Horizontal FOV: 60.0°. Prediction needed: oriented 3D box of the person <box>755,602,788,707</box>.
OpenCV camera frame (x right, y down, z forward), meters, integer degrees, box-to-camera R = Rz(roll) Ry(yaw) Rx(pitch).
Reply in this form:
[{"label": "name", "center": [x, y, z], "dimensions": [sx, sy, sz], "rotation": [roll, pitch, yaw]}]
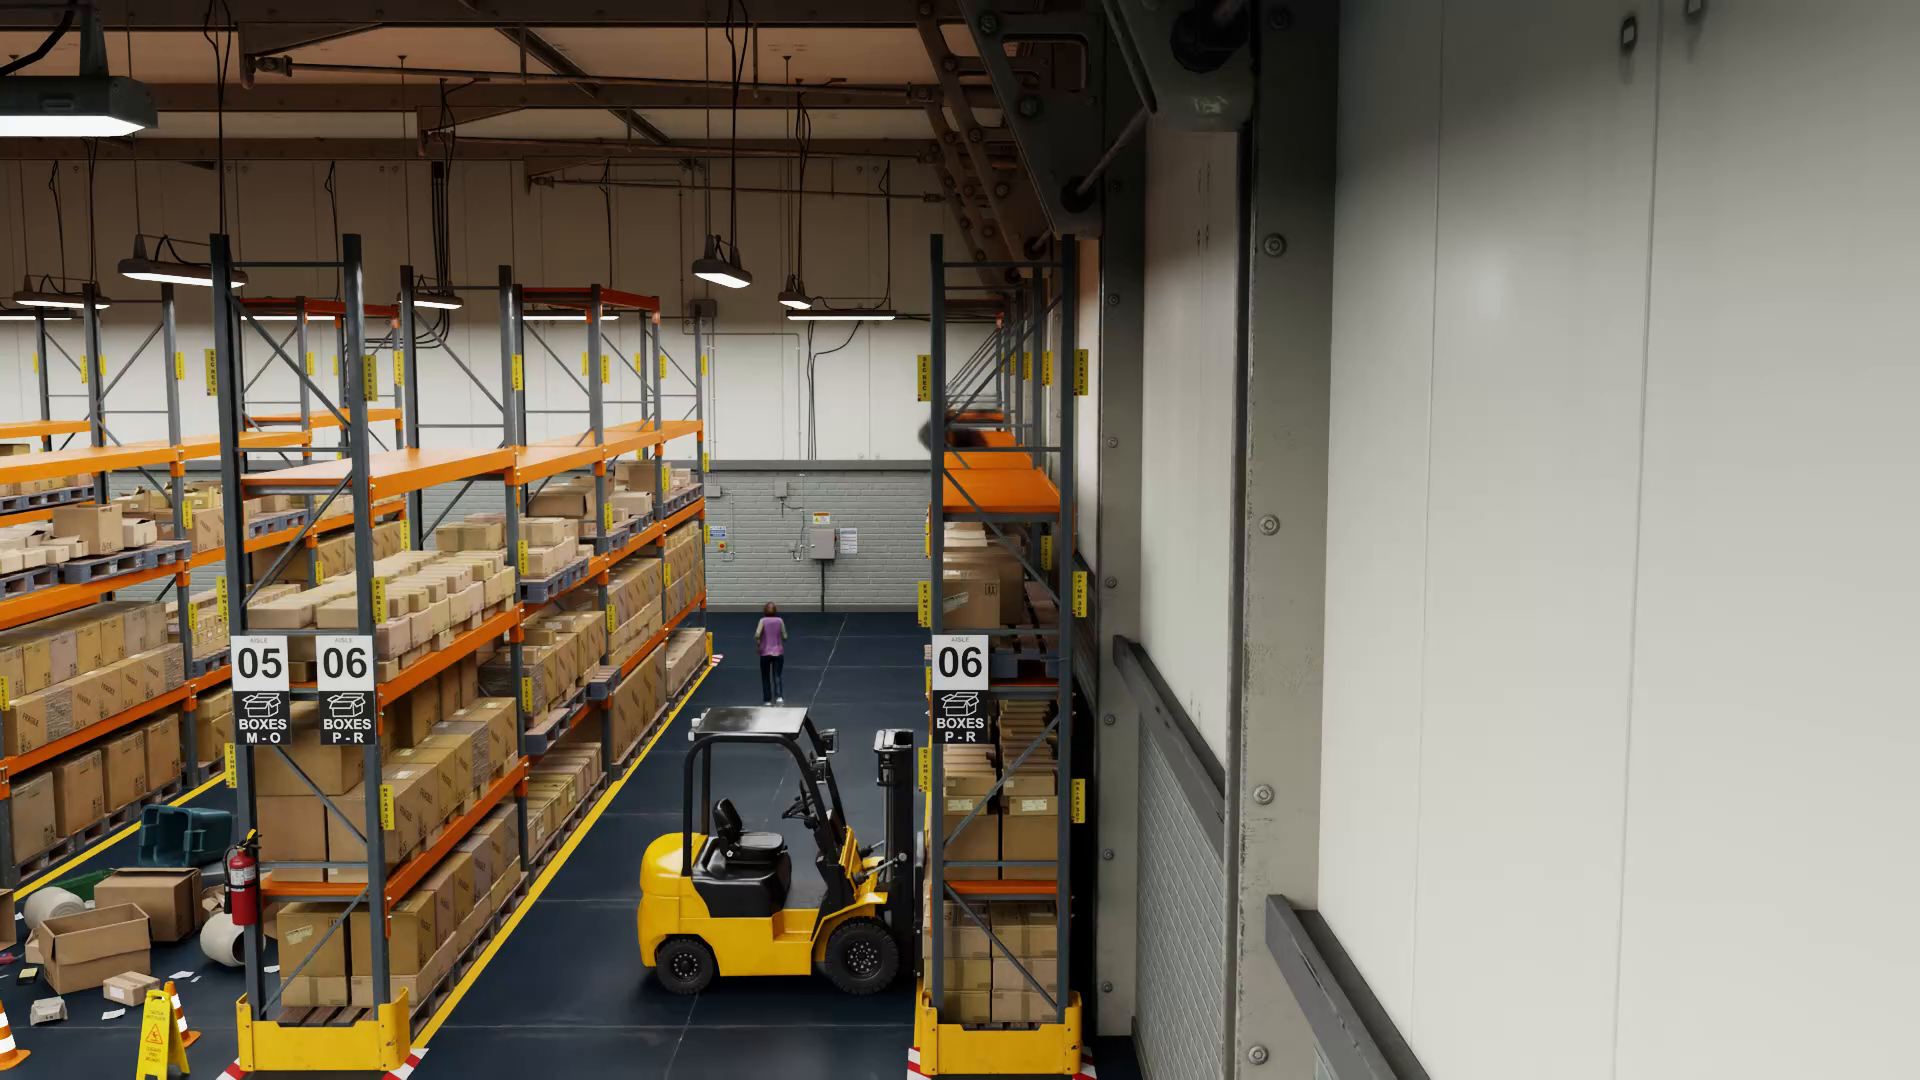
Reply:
[{"label": "person", "center": [-2.732, 1.703, 24.128], "dimensions": [0.514, 1.595, 0.882], "rotation": [-1, 6, -13]}]
